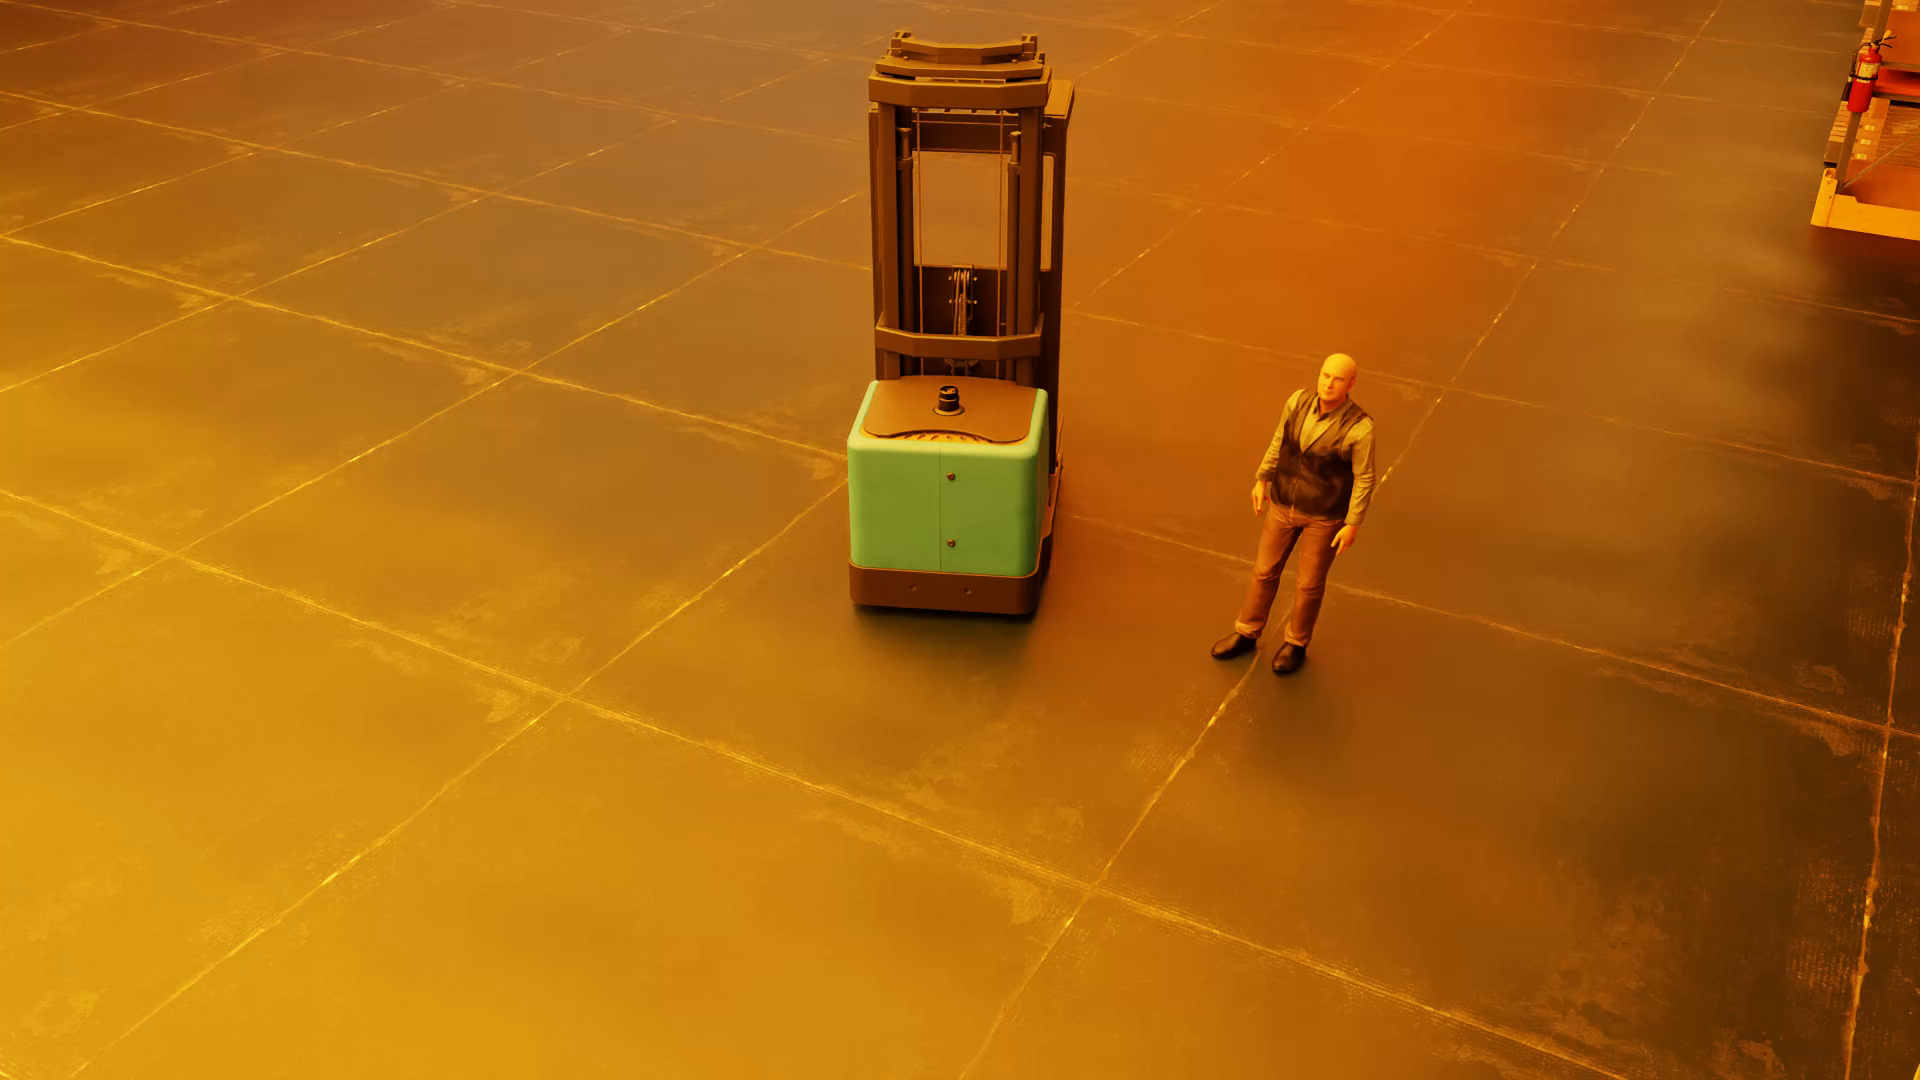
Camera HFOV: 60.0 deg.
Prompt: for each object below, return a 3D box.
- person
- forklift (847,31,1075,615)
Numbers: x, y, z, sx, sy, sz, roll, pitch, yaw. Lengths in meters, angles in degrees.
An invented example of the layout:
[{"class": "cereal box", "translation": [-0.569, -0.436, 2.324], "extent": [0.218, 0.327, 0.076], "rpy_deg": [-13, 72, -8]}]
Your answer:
[{"class": "person", "translation": [1.737, -0.123, 8.480], "extent": [0.633, 1.722, 0.565], "rpy_deg": [25, 39, 37]}, {"class": "forklift", "translation": [0.072, -1.572, 9.794], "extent": [1.130, 2.935, 3.031], "rpy_deg": [3, 30, 6]}]
